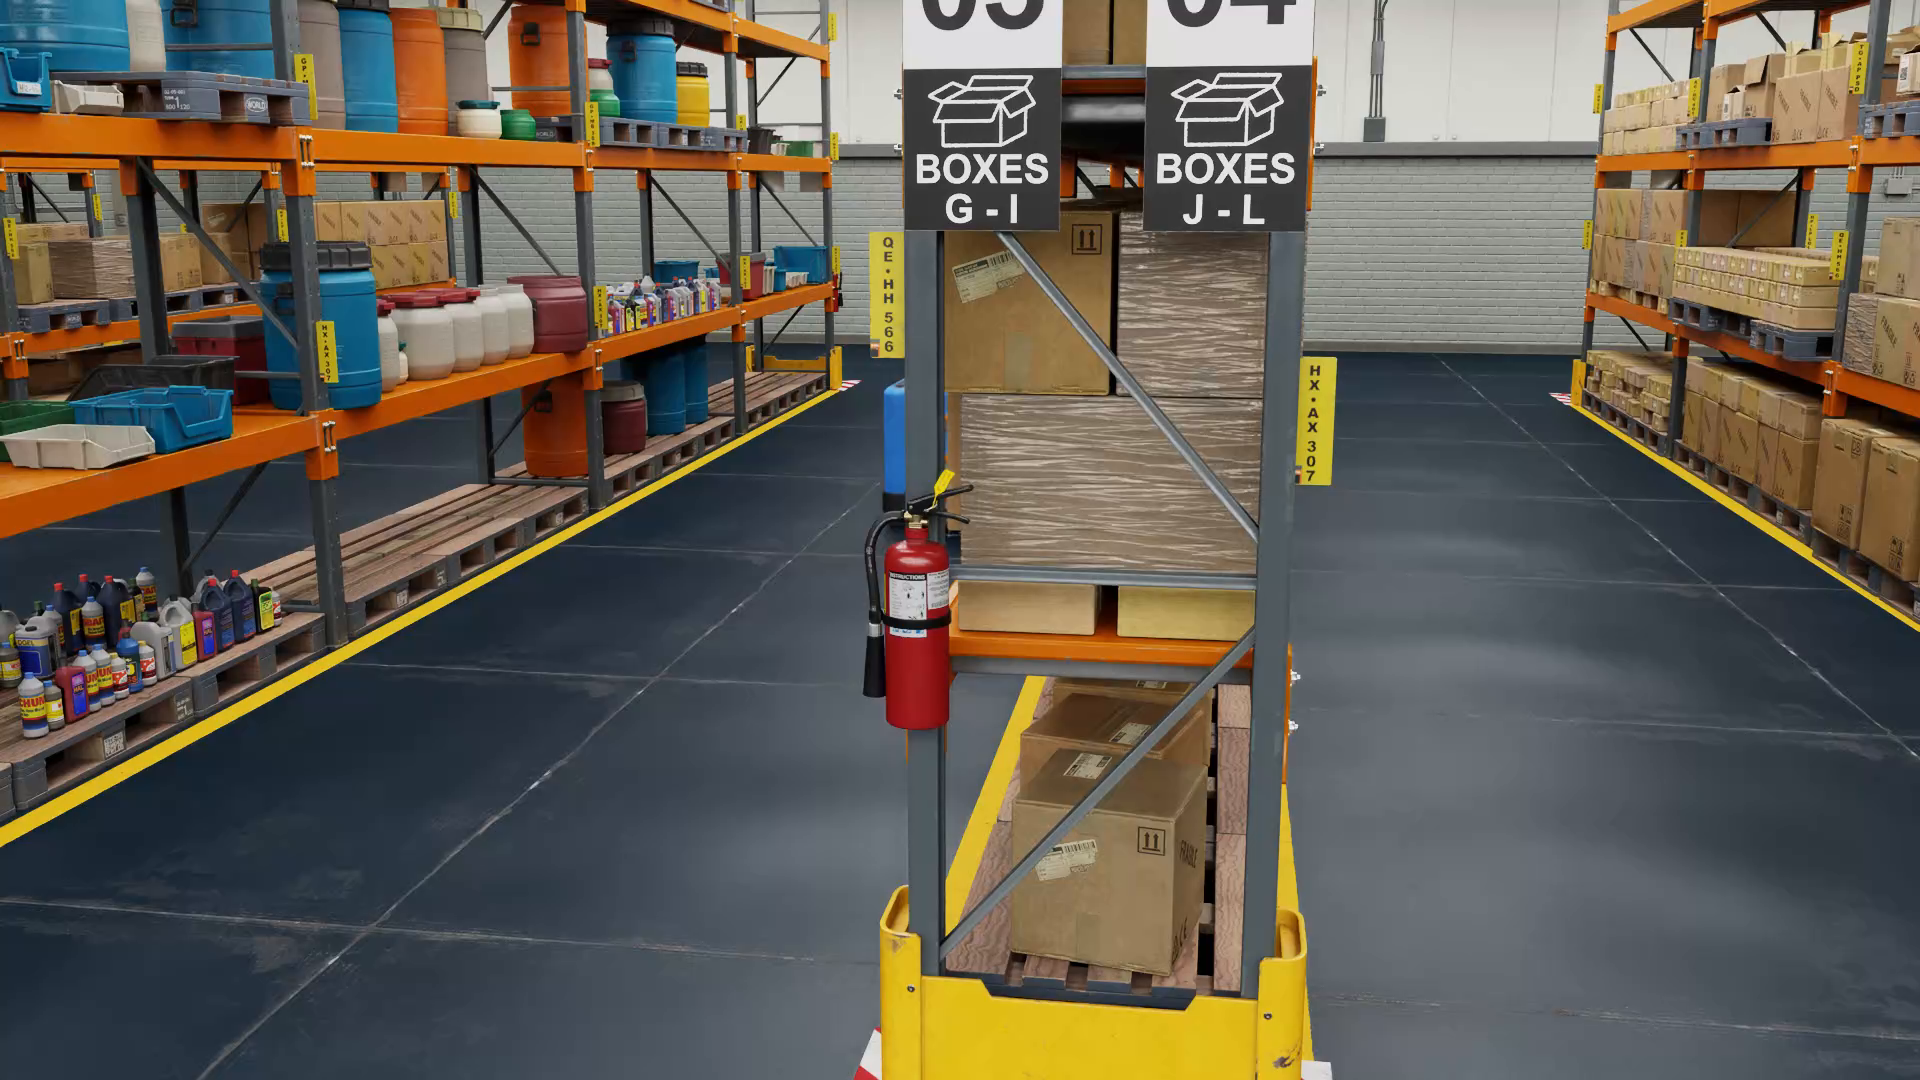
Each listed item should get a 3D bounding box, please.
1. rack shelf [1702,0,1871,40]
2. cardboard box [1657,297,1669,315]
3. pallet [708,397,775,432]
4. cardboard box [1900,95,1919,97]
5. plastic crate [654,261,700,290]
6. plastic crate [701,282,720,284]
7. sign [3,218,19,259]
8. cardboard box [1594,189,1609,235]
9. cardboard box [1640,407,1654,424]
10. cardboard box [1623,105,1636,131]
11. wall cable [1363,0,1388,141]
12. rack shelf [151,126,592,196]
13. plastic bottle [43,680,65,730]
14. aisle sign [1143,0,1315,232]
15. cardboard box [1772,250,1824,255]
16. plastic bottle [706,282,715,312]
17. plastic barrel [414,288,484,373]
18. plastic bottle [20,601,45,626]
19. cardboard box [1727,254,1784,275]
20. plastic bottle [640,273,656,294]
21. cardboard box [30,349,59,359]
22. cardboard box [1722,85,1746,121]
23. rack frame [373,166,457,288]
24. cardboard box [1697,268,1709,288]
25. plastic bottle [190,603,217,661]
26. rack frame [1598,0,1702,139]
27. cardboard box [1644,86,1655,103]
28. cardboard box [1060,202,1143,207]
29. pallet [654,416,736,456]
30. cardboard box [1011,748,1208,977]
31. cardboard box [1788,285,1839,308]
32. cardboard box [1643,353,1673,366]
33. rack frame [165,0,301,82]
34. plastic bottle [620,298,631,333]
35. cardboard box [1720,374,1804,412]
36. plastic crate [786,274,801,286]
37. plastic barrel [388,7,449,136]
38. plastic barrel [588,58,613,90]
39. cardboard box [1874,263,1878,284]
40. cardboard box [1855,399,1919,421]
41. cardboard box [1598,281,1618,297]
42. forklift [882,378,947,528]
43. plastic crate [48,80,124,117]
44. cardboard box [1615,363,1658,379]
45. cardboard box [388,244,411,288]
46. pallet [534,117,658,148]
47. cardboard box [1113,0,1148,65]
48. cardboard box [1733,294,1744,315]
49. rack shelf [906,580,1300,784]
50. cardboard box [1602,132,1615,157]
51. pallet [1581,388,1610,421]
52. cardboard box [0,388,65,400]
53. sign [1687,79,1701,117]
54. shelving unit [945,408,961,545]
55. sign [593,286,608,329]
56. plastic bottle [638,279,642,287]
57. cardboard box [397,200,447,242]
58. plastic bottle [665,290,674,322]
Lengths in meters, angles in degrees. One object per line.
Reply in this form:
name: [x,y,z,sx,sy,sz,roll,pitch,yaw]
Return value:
rack shelf: [6.783,-4.180,12.688,1.077,0.370,4.000,2,12,9]
cardboard box: [6.836,-2.213,15.737,0.380,0.149,0.250,2,12,7]
pallet: [-2.614,-1.345,17.732,1.003,0.211,1.213,2,12,9]
cardboard box: [6.266,-2.912,10.628,0.380,0.149,0.250,1,12,6]
plastic crate: [-2.954,-2.683,17.220,0.392,0.384,0.575,2,12,9]
plastic crate: [-2.782,-2.690,17.866,0.437,0.125,0.590,2,12,9]
sign: [-7.648,-2.431,13.404,0.100,0.325,0.005,2,12,9]
cardboard box: [7.375,-3.642,18.457,0.500,0.500,0.500,2,12,8]
cardboard box: [6.914,-1.224,16.324,0.380,0.149,0.250,1,12,7]
cardboard box: [7.213,-4.385,17.269,0.500,0.250,0.500,2,12,9]
wall cable: [7.096,-8.796,23.814,2.277,5.999,0.120,2,12,9]
rack shelf: [-3.611,-2.419,10.686,1.077,0.370,4.000,2,12,9]
plastic bottle: [-3.931,0.708,7.184,0.097,0.201,0.097,0,12,0]
aisle sign: [0.647,-1.143,4.007,0.394,0.787,0.004,2,12,9]
cardboard box: [7.140,-2.385,14.128,0.380,0.149,0.250,1,12,7]
plastic bottle: [-2.420,-2.354,16.075,0.061,0.283,0.133,2,12,9]
plastic barrel: [-3.376,-1.389,10.998,0.433,0.535,0.433,0,12,0]
plastic bottle: [-4.548,0.452,8.182,0.061,0.283,0.133,2,12,11]
cardboard box: [6.340,-2.192,13.232,0.380,0.149,0.250,2,12,10]
plastic bottle: [-3.069,-2.458,16.397,0.144,0.351,0.185,2,12,9]
cardboard box: [-11.948,-2.437,21.120,0.700,0.500,0.500,2,12,8]
cardboard box: [6.748,-3.663,13.965,0.500,0.311,0.500,2,12,8]
rack frame: [-6.967,-3.547,21.334,1.000,3.000,0.127,2,12,9]
cardboard box: [6.459,-2.210,14.022,0.380,0.149,0.250,1,12,6]
plastic bottle: [-3.746,0.443,8.220,0.061,0.283,0.133,3,12,12]
rack frame: [7.706,-5.977,18.366,1.000,3.000,0.127,2,12,9]
cardboard box: [7.061,-4.441,16.583,0.380,0.149,0.250,2,12,8]
cardboard box: [0.436,-1.013,6.256,0.500,0.500,0.500,2,12,9]
pallet: [-2.848,-1.031,16.277,1.003,0.211,1.213,2,12,9]
cardboard box: [0.473,0.992,5.206,0.500,0.500,0.500,4,13,19]
cardboard box: [6.102,-1.724,11.767,0.380,0.149,0.250,2,12,10]
cardboard box: [7.780,-1.978,18.408,0.380,0.149,0.250,2,12,10]
rack frame: [-3.919,-3.821,8.363,1.000,3.000,0.127,2,12,9]
plastic bottle: [-2.781,-1.866,13.810,0.061,0.283,0.133,2,12,9]
cardboard box: [6.554,-1.199,13.593,0.500,0.250,0.500,2,12,11]
plastic crate: [-2.079,-3.051,19.515,0.396,0.136,0.243,2,12,9]
plastic barrel: [-3.745,-3.097,11.105,0.600,0.830,0.708,2,12,9]
plastic barrel: [-3.180,-3.833,14.219,0.433,0.535,0.433,0,12,0]
cardboard box: [6.777,-1.898,11.867,0.380,0.149,0.250,2,12,7]
cardboard box: [6.821,-0.864,12.040,0.500,0.250,0.500,1,12,6]
cardboard box: [7.240,-2.756,18.257,0.380,0.149,0.250,2,12,7]
forklift: [0.186,-1.764,13.221,1.130,2.935,3.031,2,12,9]
plastic crate: [-3.766,-1.878,7.095,0.243,0.136,0.396,2,12,9]
cardboard box: [7.107,-1.774,17.462,0.380,0.149,0.250,2,12,10]
cardboard box: [-6.925,-3.282,19.867,0.500,0.500,0.500,2,12,9]
pallet: [-3.089,-3.251,13.286,1.003,0.211,1.213,2,12,9]
cardboard box: [0.690,-1.380,4.513,0.500,0.250,0.500,2,12,10]
cardboard box: [6.300,-1.846,13.036,0.380,0.149,0.250,2,12,10]
rack shelf: [0.668,0.040,6.394,1.077,0.370,4.000,2,12,9]
cardboard box: [7.385,-4.352,18.302,0.500,0.250,0.500,2,12,11]
pallet: [7.535,-1.497,18.439,1.003,0.211,1.213,2,12,9]
cardboard box: [-8.286,-1.078,14.762,0.500,0.500,0.500,2,12,11]
sign: [6.554,-3.946,14.838,0.100,0.325,0.005,2,12,9]
shelving unit: [-0.012,-0.499,11.818,0.215,1.050,0.252,2,12,9]
sign: [-2.759,-1.784,12.765,0.100,0.325,0.005,2,12,9]
plastic bottle: [-3.166,-2.434,16.444,0.061,0.283,0.133,2,12,9]
cardboard box: [-6.764,-3.984,20.747,0.500,0.500,0.500,2,12,8]
plastic bottle: [-2.610,-2.097,14.881,0.061,0.283,0.133,2,12,9]
